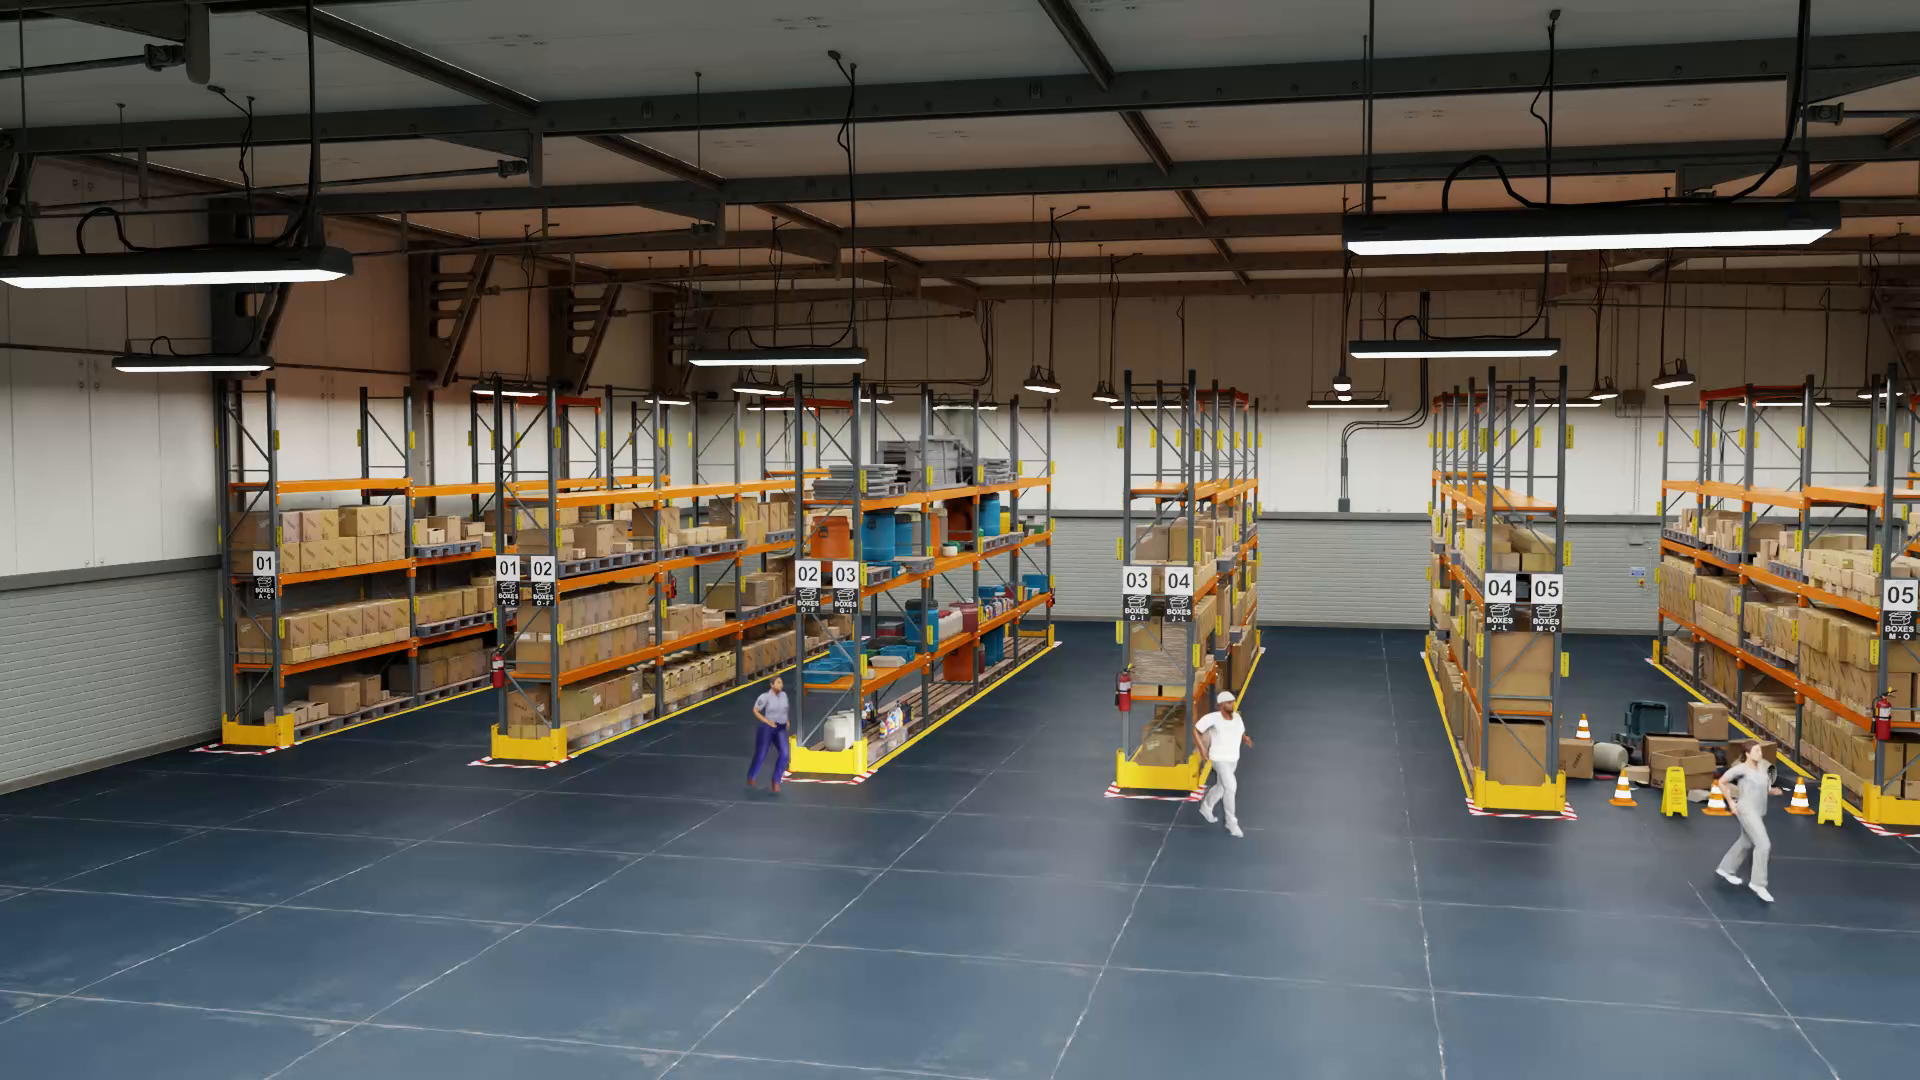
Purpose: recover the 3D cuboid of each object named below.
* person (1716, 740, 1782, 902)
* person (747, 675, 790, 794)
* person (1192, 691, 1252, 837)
[{"bbox_3d":[8.697,3.061,18.350,0.538,1.725,0.770,-2,4,-34],"label":"person"},{"bbox_3d":[-2.684,2.772,23.856,0.661,1.669,0.689,-2,4,-34],"label":"person"},{"bbox_3d":[3.393,2.836,21.371,0.685,1.808,0.848,-3,4,-40],"label":"person"}]
